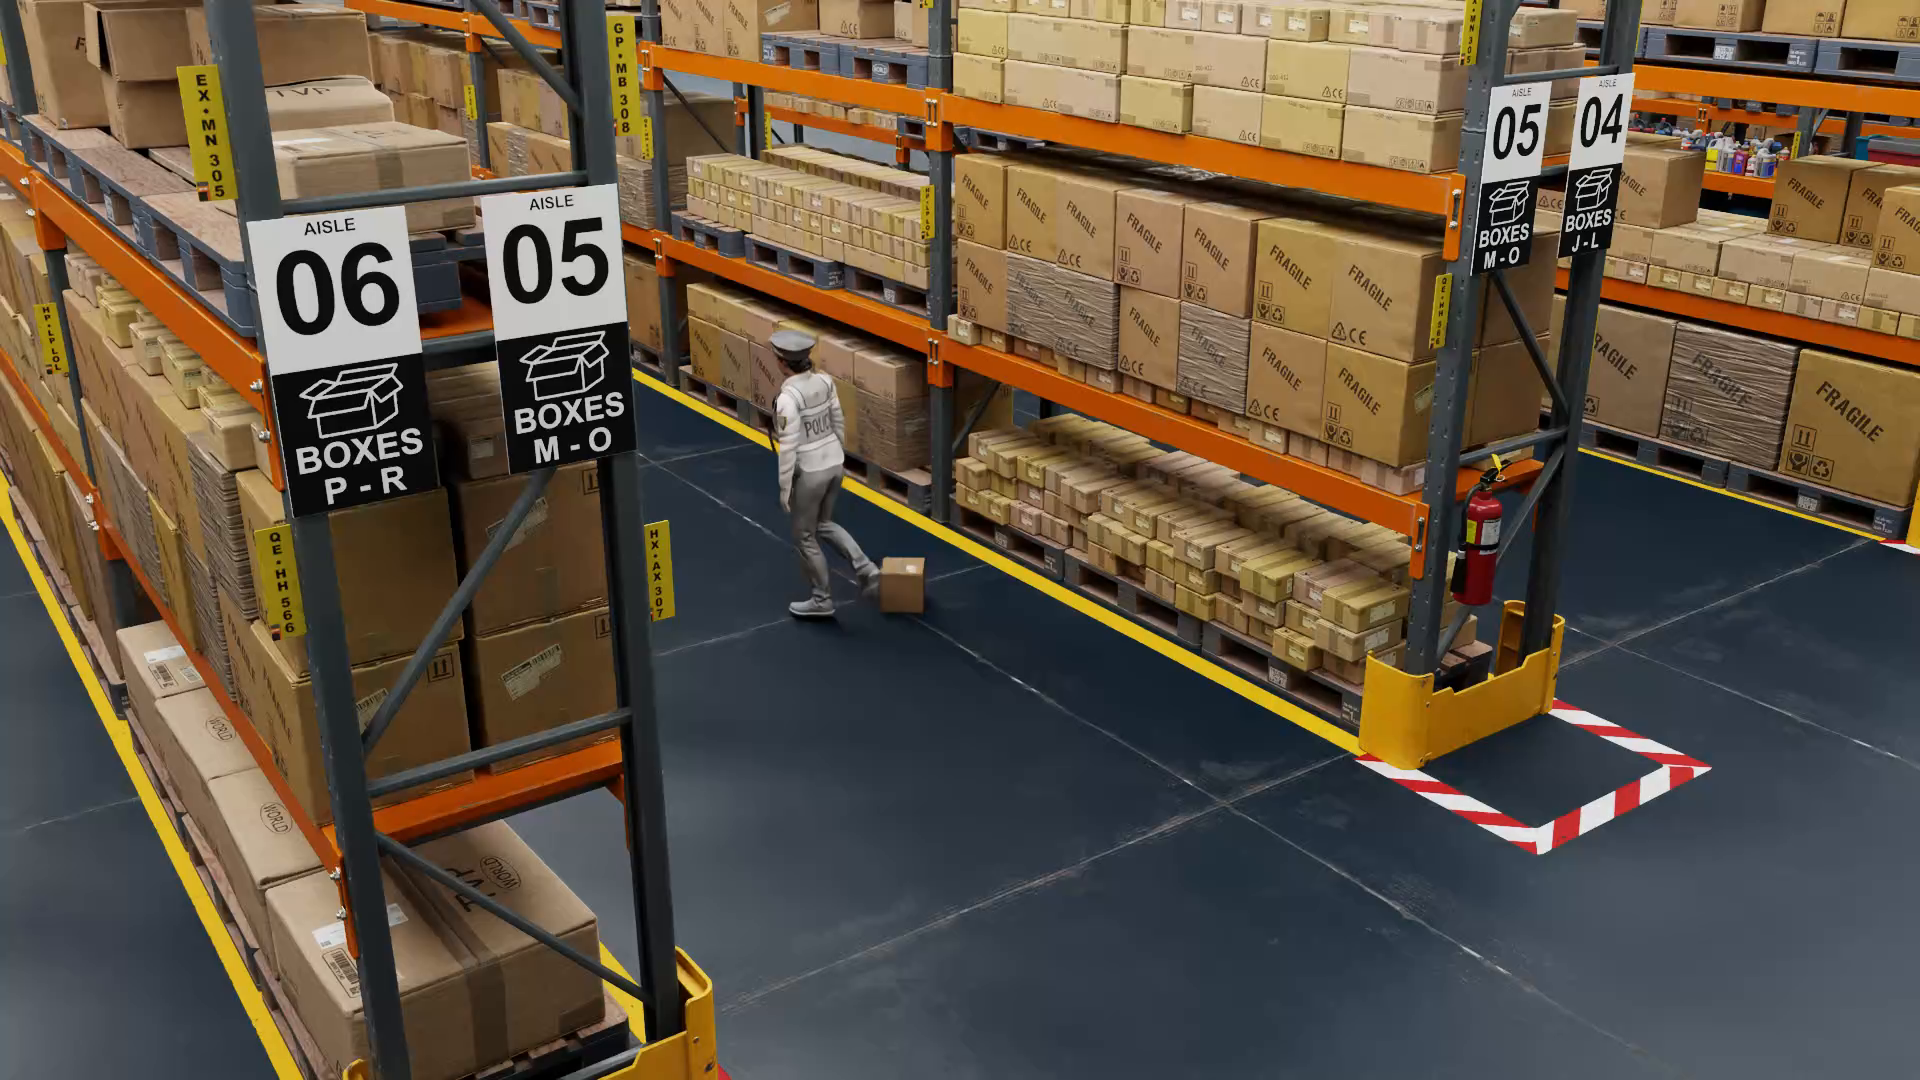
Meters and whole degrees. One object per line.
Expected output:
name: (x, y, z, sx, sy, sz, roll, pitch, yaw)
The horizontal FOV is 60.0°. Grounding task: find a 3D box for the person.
person: (-0.769, -0.349, 9.431, 0.592, 1.661, 0.535, 12, 25, 28)
